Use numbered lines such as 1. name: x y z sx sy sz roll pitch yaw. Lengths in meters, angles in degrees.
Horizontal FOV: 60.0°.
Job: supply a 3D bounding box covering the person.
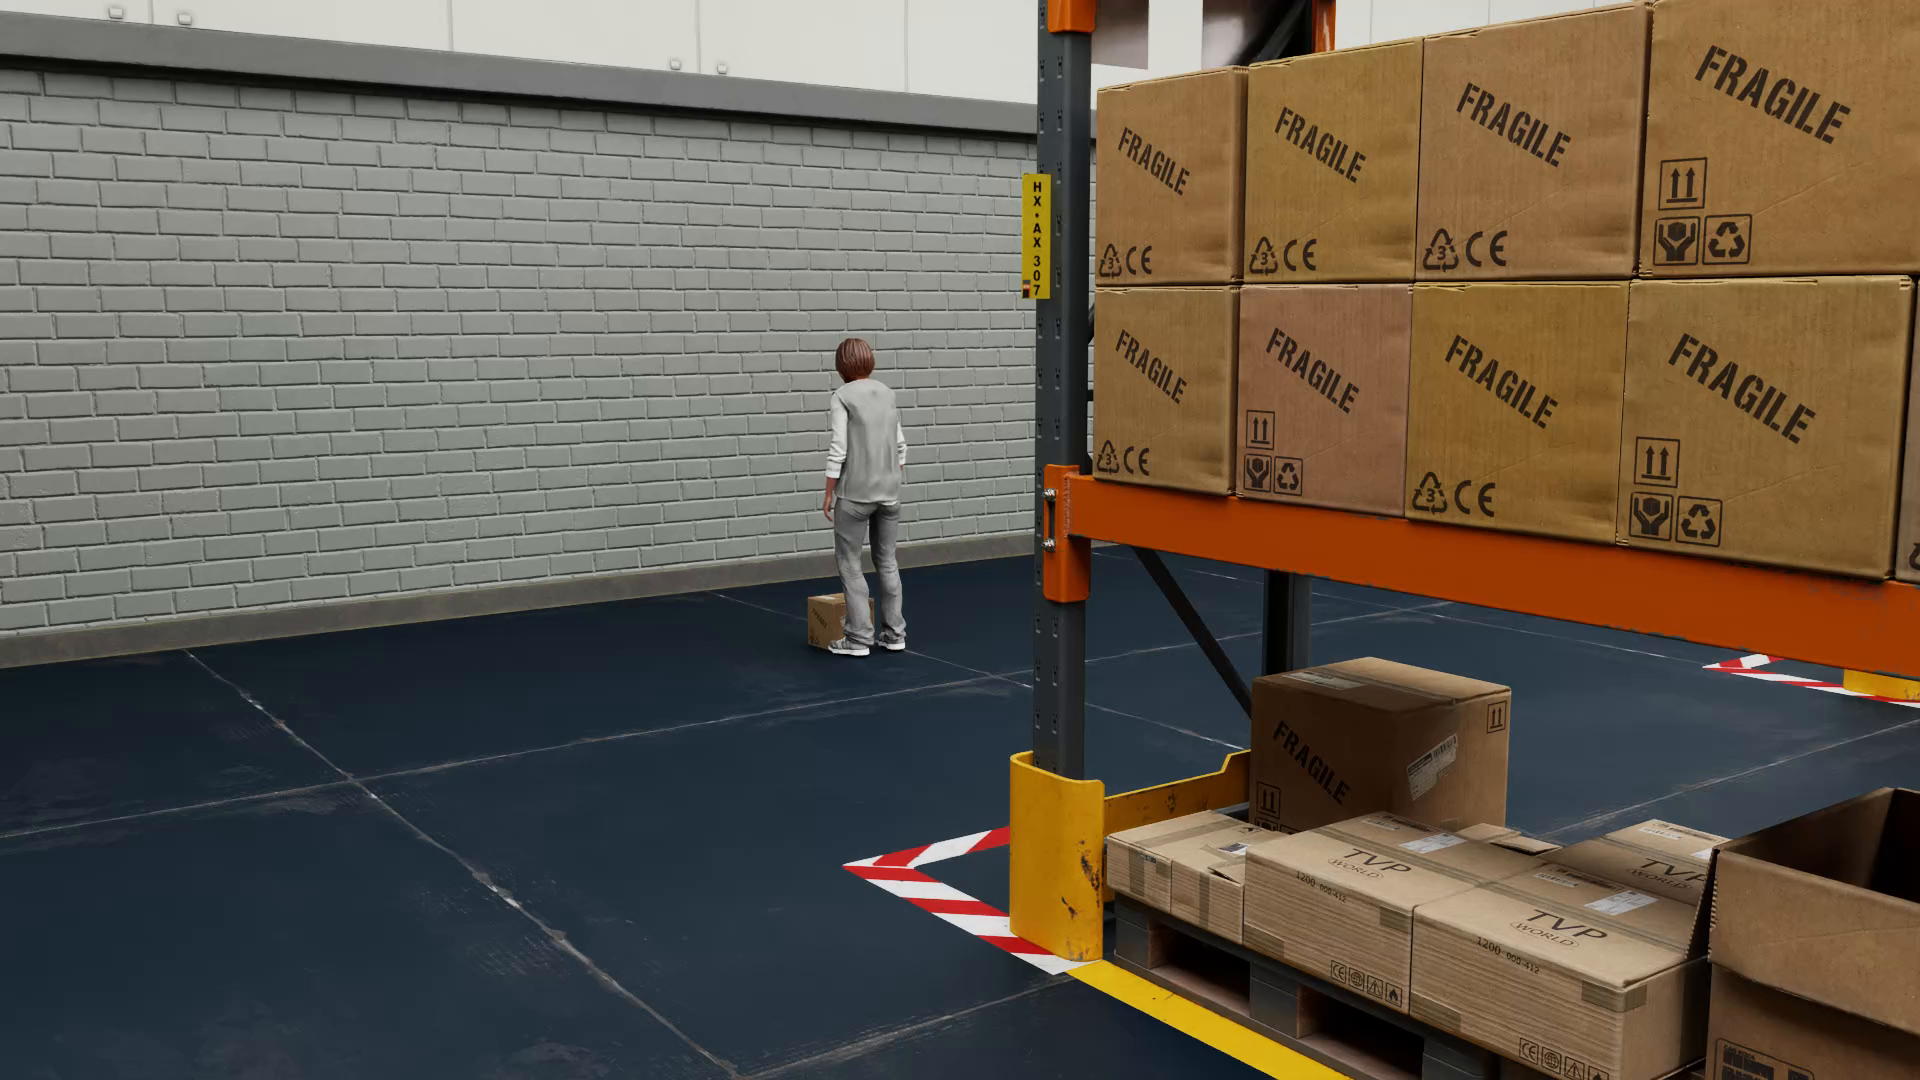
1. person: -0.474 -0.214 8.378 0.465 1.593 0.348 -6 10 -36
